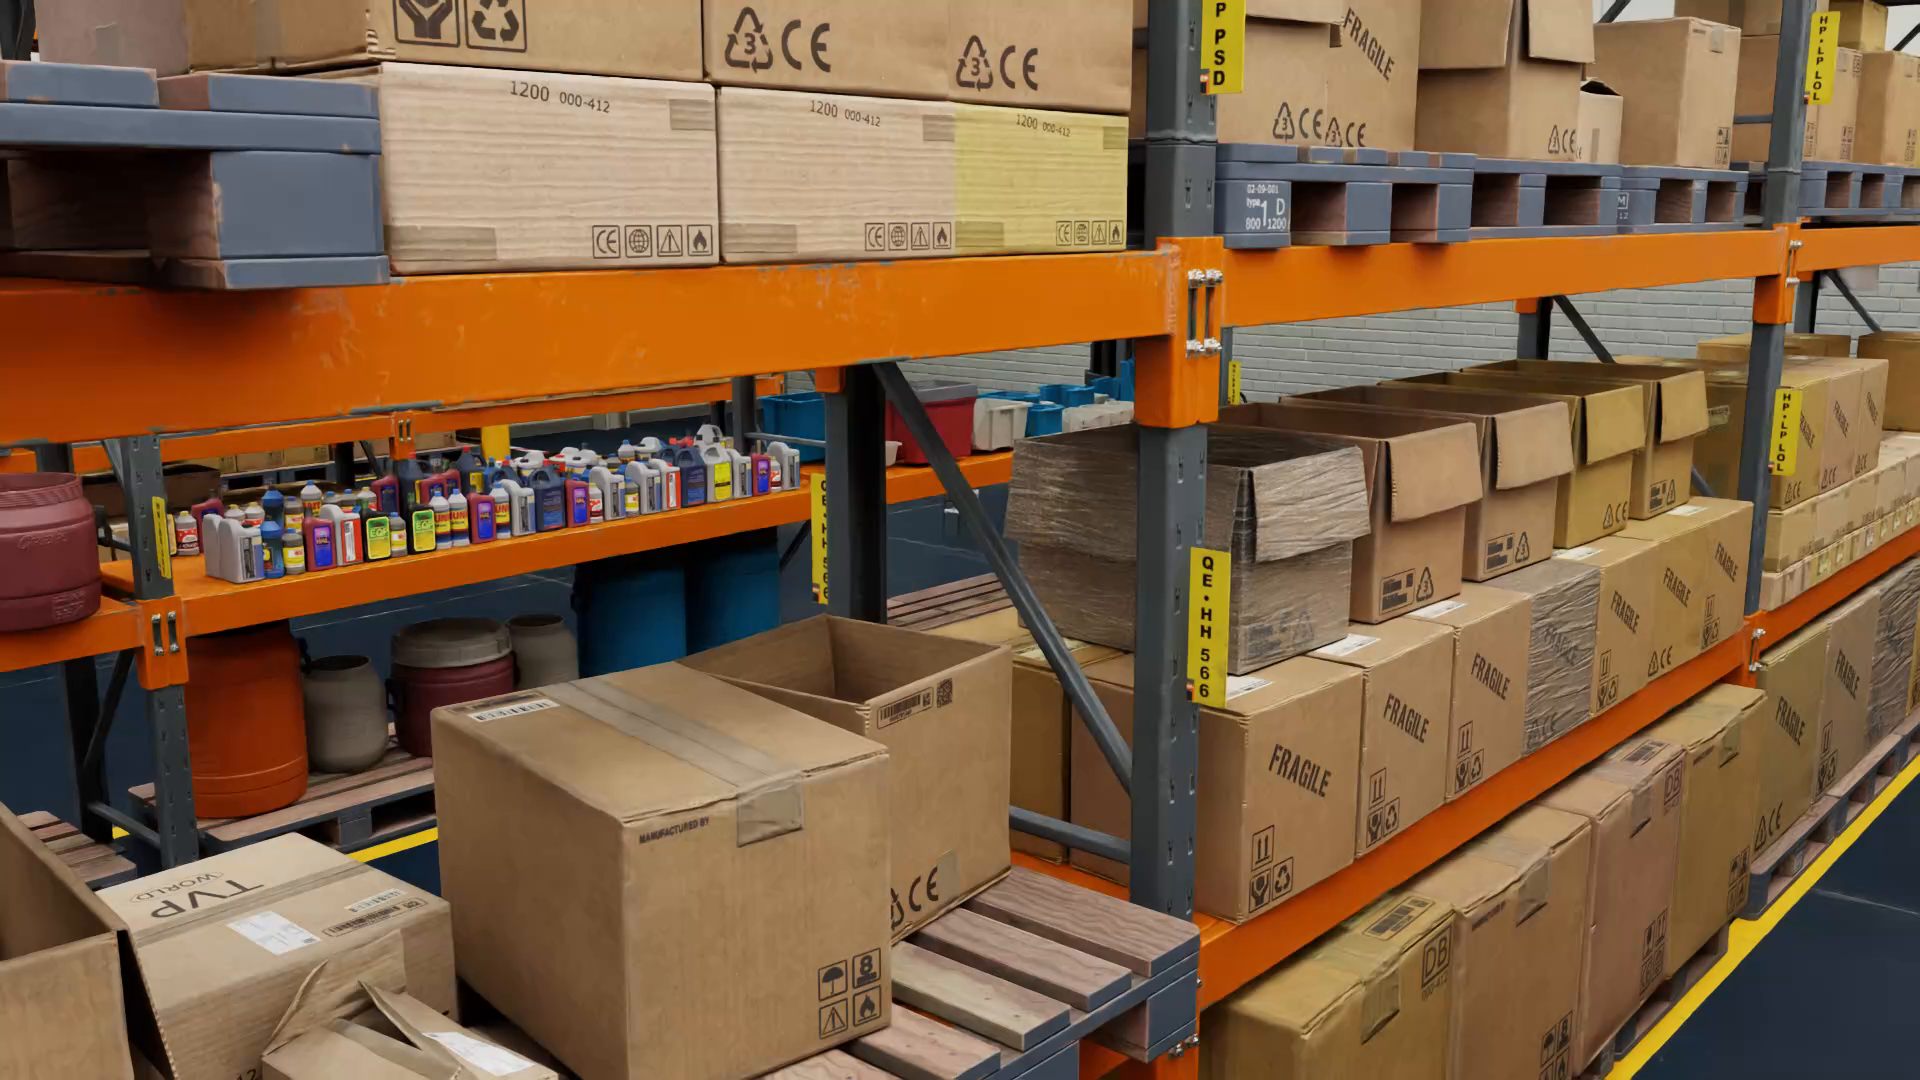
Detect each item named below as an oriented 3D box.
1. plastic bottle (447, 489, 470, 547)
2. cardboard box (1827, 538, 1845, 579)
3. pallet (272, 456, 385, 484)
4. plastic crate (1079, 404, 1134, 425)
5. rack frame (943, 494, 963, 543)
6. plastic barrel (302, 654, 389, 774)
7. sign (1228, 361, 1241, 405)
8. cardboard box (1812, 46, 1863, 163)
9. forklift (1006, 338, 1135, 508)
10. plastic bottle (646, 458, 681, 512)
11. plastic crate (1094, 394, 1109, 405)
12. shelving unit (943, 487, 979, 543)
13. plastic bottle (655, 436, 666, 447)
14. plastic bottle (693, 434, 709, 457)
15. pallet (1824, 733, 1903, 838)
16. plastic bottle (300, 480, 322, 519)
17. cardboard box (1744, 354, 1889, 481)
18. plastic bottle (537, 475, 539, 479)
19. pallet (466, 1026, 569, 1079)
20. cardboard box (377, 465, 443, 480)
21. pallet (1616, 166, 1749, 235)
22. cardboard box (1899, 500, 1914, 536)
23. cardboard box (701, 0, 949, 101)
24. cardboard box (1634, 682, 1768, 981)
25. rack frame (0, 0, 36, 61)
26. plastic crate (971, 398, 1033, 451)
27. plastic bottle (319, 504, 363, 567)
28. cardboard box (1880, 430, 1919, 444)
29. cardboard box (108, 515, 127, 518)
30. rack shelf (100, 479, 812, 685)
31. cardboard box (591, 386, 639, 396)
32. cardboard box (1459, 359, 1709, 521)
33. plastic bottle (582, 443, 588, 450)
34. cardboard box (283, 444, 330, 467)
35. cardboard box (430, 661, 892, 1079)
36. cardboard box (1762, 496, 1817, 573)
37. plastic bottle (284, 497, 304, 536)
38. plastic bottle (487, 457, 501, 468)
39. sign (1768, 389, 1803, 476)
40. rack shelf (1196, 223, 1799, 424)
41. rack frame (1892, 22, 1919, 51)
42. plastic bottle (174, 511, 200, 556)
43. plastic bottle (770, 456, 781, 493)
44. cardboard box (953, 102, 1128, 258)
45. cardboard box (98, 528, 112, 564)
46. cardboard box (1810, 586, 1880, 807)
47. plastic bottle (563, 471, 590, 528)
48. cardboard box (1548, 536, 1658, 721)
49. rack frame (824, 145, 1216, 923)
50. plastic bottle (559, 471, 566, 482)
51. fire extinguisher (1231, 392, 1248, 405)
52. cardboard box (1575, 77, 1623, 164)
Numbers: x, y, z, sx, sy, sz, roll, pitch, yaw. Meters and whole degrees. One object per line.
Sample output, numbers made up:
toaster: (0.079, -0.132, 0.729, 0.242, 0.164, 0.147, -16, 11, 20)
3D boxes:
plastic bottle: (-2.394, -0.109, 7.926, 0.097, 0.271, 0.097, 0, 11, 0)
cardboard box: (3.696, 0.058, 7.406, 0.380, 0.149, 0.250, 9, 15, 39)
pallet: (-7.065, -0.785, 18.101, 1.003, 0.211, 1.213, 10, 15, 40)
plastic crate: (1.047, -0.894, 12.046, 0.396, 0.136, 0.243, 10, 15, 40)
rack frame: (-0.062, -0.428, 14.554, 0.240, 0.900, 0.006, 10, 15, 40)
plastic barrel: (-3.014, 0.845, 8.103, 0.421, 0.512, 0.421, 0, 11, 0)
sign: (2.075, -1.189, 12.588, 0.100, 0.325, 0.005, 10, 15, 40)
cardboard box: (3.561, -1.925, 7.450, 0.700, 0.500, 0.500, 11, 16, 43)
forklift: (2.006, -1.608, 15.278, 3.031, 2.935, 1.130, -4, 12, -18)
plastic bottle: (-1.581, -0.300, 8.874, 0.152, 0.276, 0.135, 10, 15, 40)
plastic crate: (0.967, -1.047, 12.817, 0.250, 0.136, 0.298, 10, 15, 40)
shelving unit: (0.005, -0.442, 14.629, 0.258, 0.900, 0.210, 10, 15, 40)
plastic bottle: (-1.766, -0.474, 9.754, 0.097, 0.271, 0.097, 0, 11, 0)
plastic bottle: (-1.458, -0.406, 9.211, 0.144, 0.351, 0.185, 10, 15, 40)
pallet: (4.097, 1.137, 8.481, 1.003, 0.211, 1.213, 10, 15, 40)
plastic bottle: (-3.184, -0.158, 8.172, 0.097, 0.271, 0.097, 0, 11, 0)
cardboard box: (3.910, -0.575, 7.639, 0.500, 0.500, 0.500, 9, 15, 39)
plastic bottle: (-2.239, -0.289, 9.007, 0.097, 0.201, 0.097, 0, 11, 0)
pallet: (-1.185, 1.030, 2.383, 1.003, 0.211, 1.213, 10, 15, 40)
cardboard box: (-4.545, -0.340, 14.016, 0.500, 0.500, 0.500, 10, 15, 40)
pallet: (2.163, -1.185, 5.814, 0.805, 0.209, 1.217, 9, 14, 38)
cardboard box: (4.540, -0.130, 8.347, 0.380, 0.149, 0.250, 10, 15, 41)
cardboard box: (-0.366, -0.946, 2.599, 0.500, 0.500, 0.500, 10, 15, 40)
cardboard box: (2.324, 0.984, 6.478, 1.225, 0.875, 0.875, 10, 15, 41)
rack frame: (-3.630, -2.942, 6.468, 1.000, 3.000, 0.127, 10, 15, 40)
plastic crate: (0.157, -0.761, 11.013, 0.437, 0.282, 0.530, 10, 15, 40)
plastic bottle: (-2.796, -0.030, 7.518, 0.152, 0.276, 0.135, 10, 15, 40)
cardboard box: (4.916, -0.429, 8.826, 0.500, 0.250, 0.500, 9, 15, 39)
cardboard box: (-6.223, 0.046, 12.079, 0.500, 0.500, 0.500, 9, 14, 38)
rack shelf: (-2.309, 0.058, 8.599, 1.077, 0.370, 4.000, 10, 15, 40)
cardboard box: (-3.164, -1.543, 14.522, 0.500, 0.500, 0.500, 9, 15, 40)
cardboard box: (2.316, -0.395, 6.212, 0.797, 0.503, 0.637, 9, 15, 39)
plastic bottle: (-2.138, -0.402, 9.365, 0.061, 0.283, 0.133, 10, 15, 40)
cardboard box: (-7.186, -1.096, 17.848, 0.700, 0.500, 0.500, 10, 15, 42)
cardboard box: (-0.529, 0.565, 2.899, 0.500, 0.500, 0.700, -9, 15, -39)
cardboard box: (3.238, -0.056, 6.958, 0.500, 0.250, 0.500, 9, 15, 39)
plastic bottle: (-3.248, -0.109, 8.107, 0.097, 0.201, 0.097, 0, 11, 0)
plastic bottle: (-2.507, -0.309, 8.928, 0.097, 0.271, 0.097, 0, 11, 0)
sign: (3.145, -0.409, 6.346, 0.100, 0.325, 0.005, 10, 15, 40)
rack shelf: (1.411, -0.773, 5.099, 1.077, 0.370, 4.000, 10, 15, 40)
rack frame: (5.372, -3.479, 9.155, 1.000, 3.000, 0.127, 10, 15, 40)
plastic bottle: (-3.593, -0.032, 7.722, 0.097, 0.201, 0.097, 0, 11, 0)
plastic bottle: (-1.063, -0.371, 9.419, 0.097, 0.201, 0.097, 0, 11, 0)
cardboard box: (-0.039, -0.656, 3.061, 0.500, 0.250, 0.500, 10, 15, 40)
cardboard box: (-6.157, 0.188, 11.372, 0.500, 0.500, 0.500, 10, 15, 40)
cardboard box: (3.821, 0.668, 8.060, 0.875, 0.875, 0.875, 10, 15, 40)
plastic bottle: (-1.941, -0.210, 8.403, 0.061, 0.283, 0.133, 10, 15, 40)
cardboard box: (1.956, 0.256, 5.515, 0.500, 0.500, 0.500, 10, 15, 40)
rack frame: (0.091, 0.640, 3.849, 1.000, 3.000, 0.127, 10, 15, 40)
plastic bottle: (-2.012, -0.212, 8.442, 0.097, 0.271, 0.097, 0, 11, 0)
fire extinguisher: (2.092, -0.920, 12.810, 0.296, 0.674, 0.183, 10, 15, 40)
cardboard box: (1.940, -1.432, 5.720, 0.500, 0.311, 0.500, 9, 14, 38)
